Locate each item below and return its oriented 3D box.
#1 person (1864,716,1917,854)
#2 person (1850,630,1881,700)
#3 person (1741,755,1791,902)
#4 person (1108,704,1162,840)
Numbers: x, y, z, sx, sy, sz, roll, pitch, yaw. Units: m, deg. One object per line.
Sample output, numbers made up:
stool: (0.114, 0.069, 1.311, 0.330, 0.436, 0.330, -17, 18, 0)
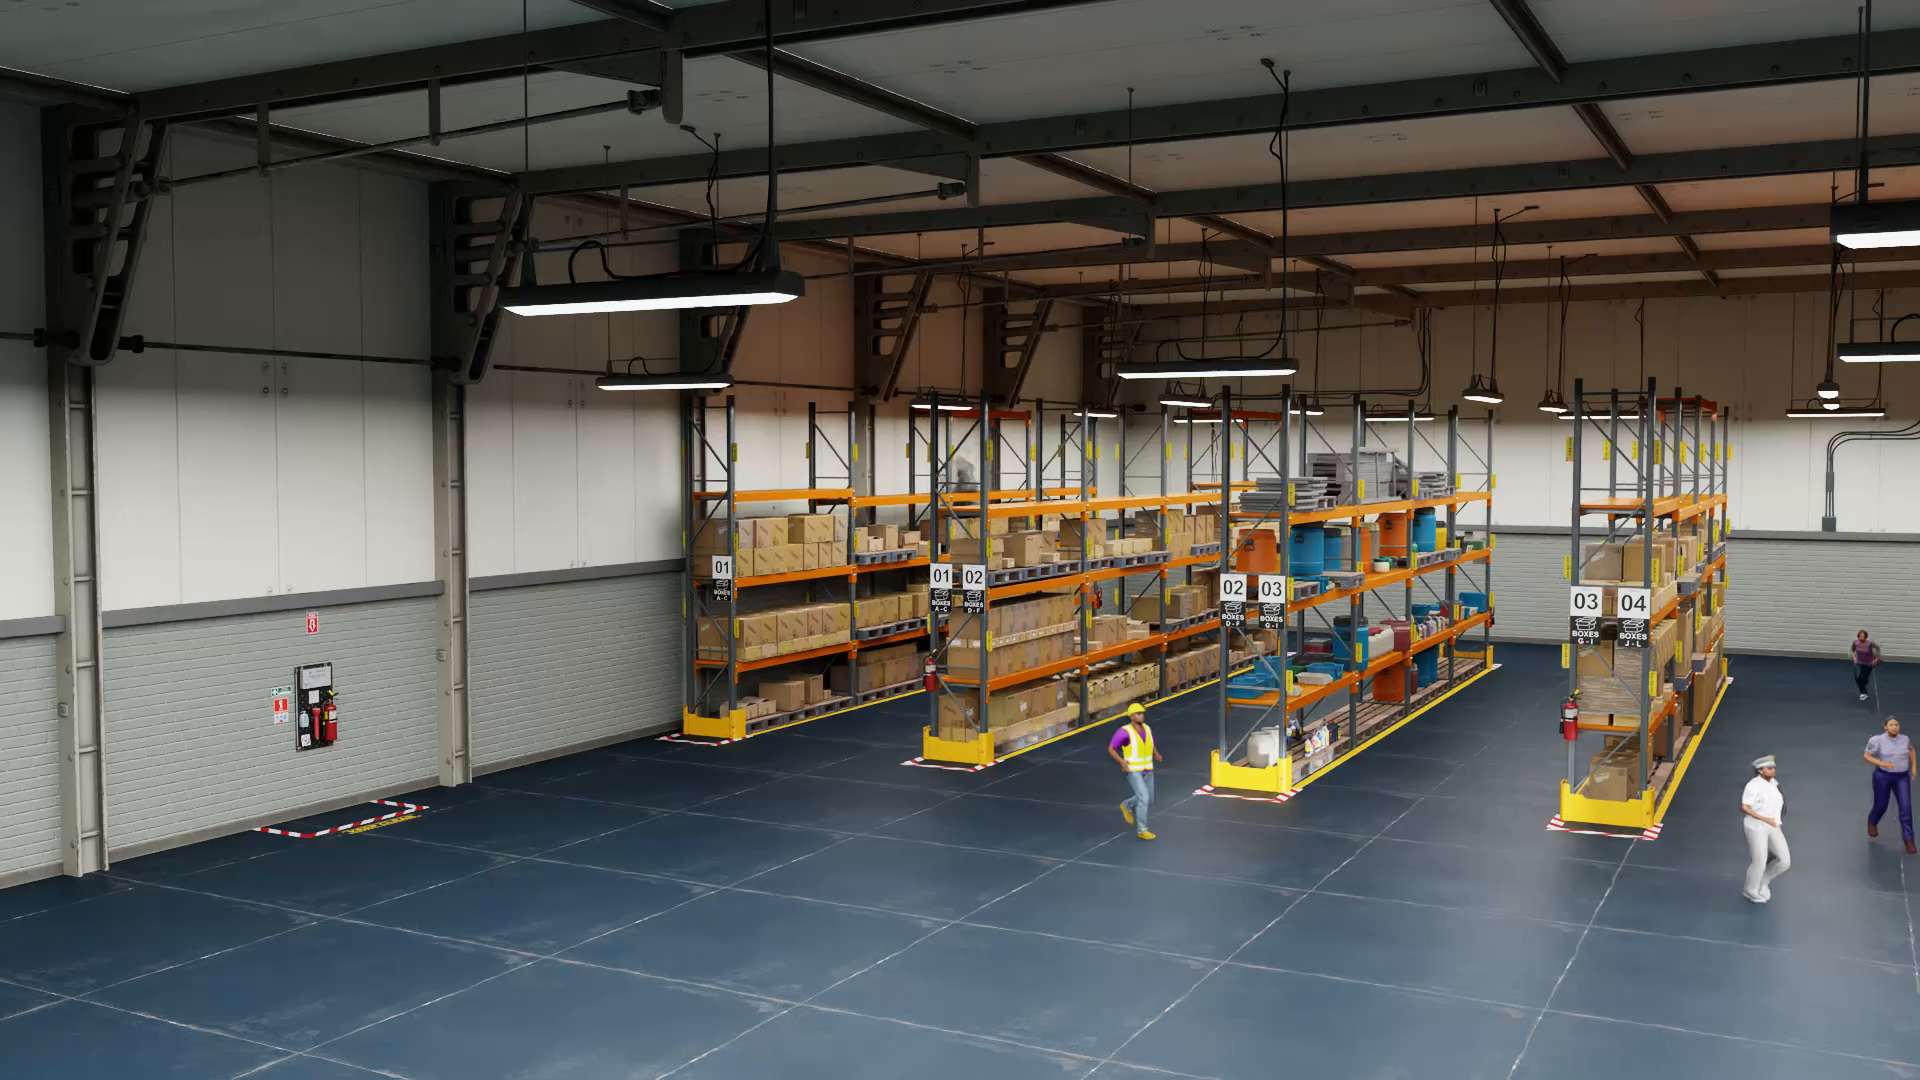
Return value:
person: (11.804, 3.053, 21.096, 0.641, 1.660, 0.909, 1, 3, 12)
person: (18.369, 2.521, 33.729, 0.550, 1.446, 0.813, 2, 4, 37)
person: (8.921, 3.198, 18.390, 0.589, 1.659, 0.573, -1, 3, -19)
person: (2.296, 2.995, 21.694, 0.711, 1.732, 0.795, -2, 4, -34)
